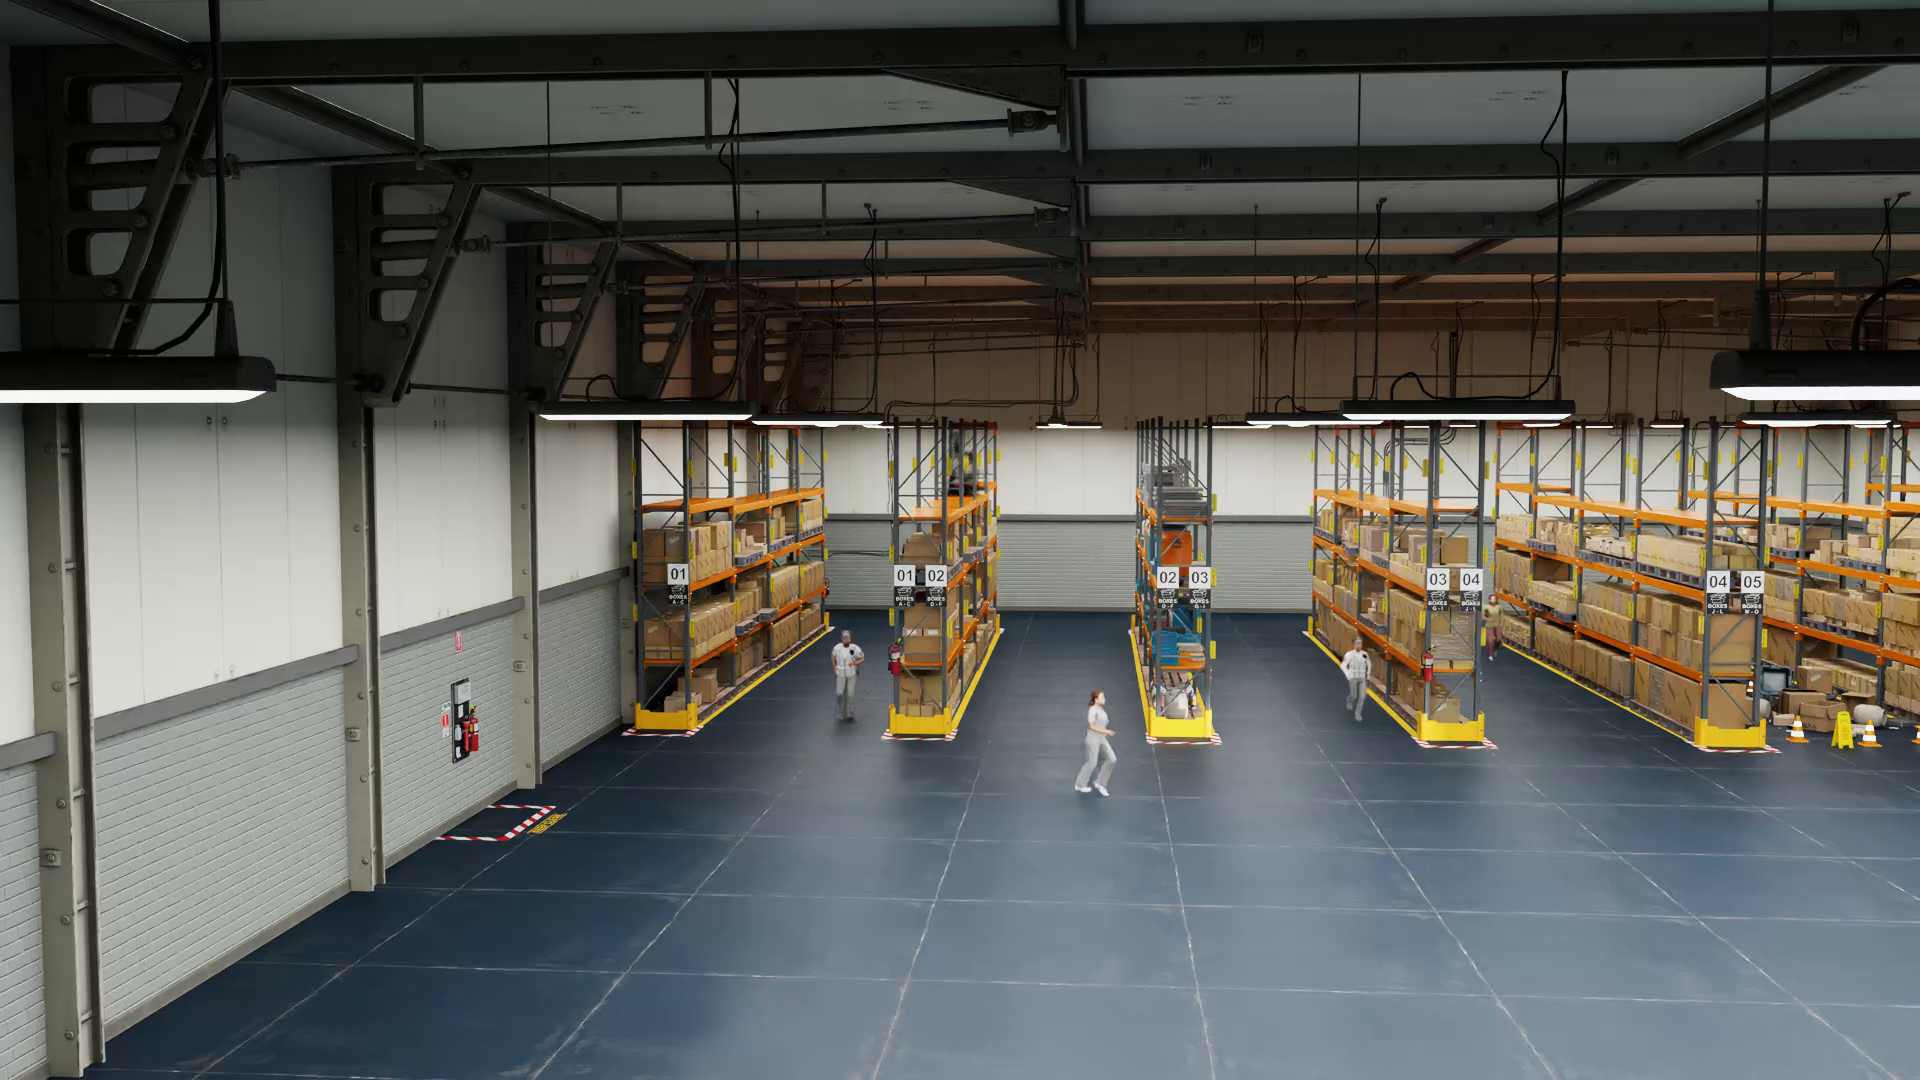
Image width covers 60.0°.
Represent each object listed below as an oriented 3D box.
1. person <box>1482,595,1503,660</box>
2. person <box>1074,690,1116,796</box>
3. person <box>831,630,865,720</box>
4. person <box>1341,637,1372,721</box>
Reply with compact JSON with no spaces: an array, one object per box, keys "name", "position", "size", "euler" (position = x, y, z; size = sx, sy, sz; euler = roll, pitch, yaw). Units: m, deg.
[{"name":"person","position":[13.328,2.187,41.564],"size":[0.595,1.645,0.553],"euler":[0,4,3]},{"name":"person","position":[2.140,3.195,26.170],"size":[0.692,1.701,0.536],"euler":[2,4,29]},{"name":"person","position":[-2.240,2.689,33.025],"size":[0.698,1.812,0.639],"euler":[0,4,5]},{"name":"person","position":[7.904,2.741,33.096],"size":[0.628,1.662,0.623],"euler":[0,4,-2]}]
